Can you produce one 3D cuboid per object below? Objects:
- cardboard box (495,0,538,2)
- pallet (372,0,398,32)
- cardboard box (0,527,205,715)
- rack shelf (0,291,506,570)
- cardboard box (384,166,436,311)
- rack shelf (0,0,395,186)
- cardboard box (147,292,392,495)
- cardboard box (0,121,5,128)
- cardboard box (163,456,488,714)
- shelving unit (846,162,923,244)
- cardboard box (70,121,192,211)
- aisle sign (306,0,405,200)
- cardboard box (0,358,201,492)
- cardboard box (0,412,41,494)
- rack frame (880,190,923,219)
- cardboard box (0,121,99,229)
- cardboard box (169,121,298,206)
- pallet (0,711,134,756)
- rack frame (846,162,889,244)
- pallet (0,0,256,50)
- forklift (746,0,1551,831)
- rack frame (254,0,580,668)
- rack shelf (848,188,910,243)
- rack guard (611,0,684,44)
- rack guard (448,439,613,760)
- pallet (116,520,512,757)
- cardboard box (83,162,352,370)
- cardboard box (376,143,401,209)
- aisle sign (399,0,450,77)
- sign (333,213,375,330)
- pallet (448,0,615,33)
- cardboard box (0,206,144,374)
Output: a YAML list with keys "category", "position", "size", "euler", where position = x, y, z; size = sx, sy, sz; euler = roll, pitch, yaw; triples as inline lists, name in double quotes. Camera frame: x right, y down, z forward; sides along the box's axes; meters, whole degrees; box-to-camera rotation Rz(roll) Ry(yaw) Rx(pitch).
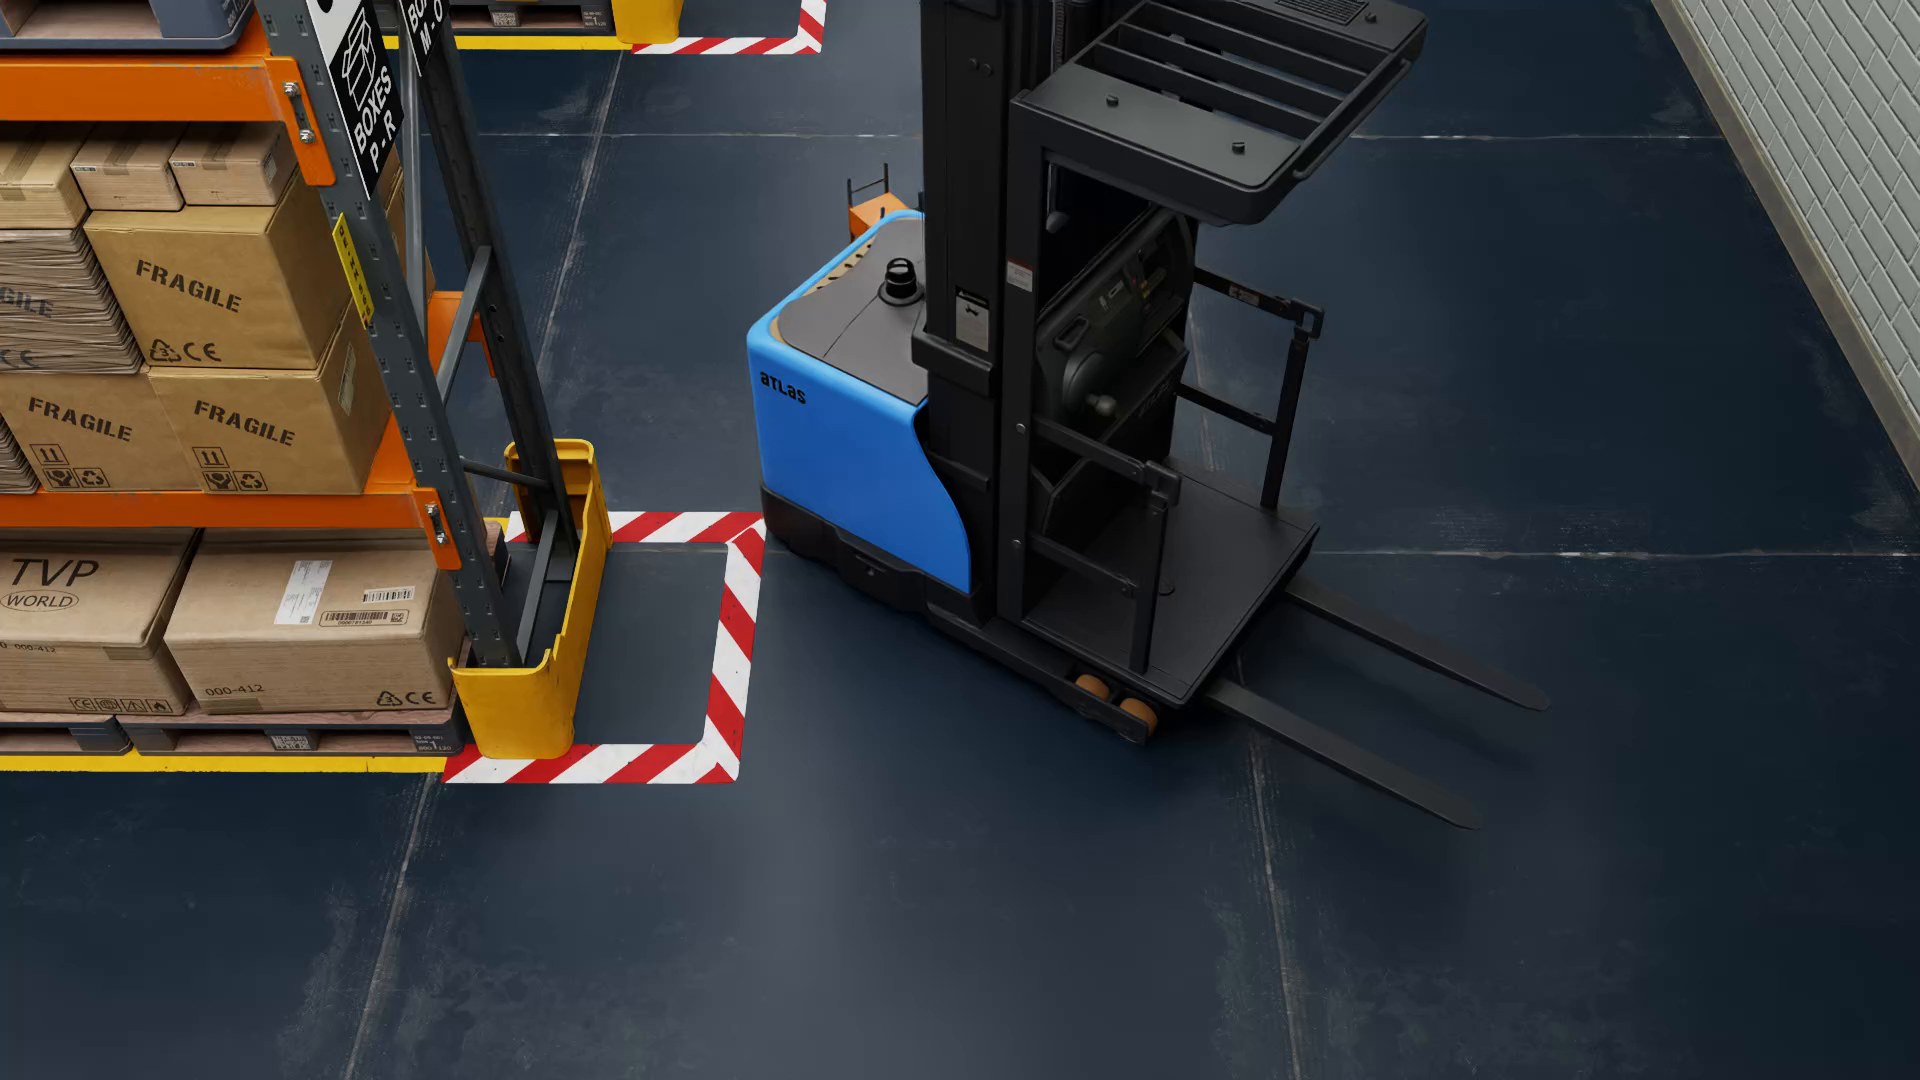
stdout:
- category: "cardboard box"
  position: [-2.492, -3.219, 9.438]
  size: [0.250, 0.149, 0.380]
  euler: [1, 47, 1]
- category: "pallet"
  position: [-3.812, -3.355, 9.810]
  size: [1.213, 0.211, 1.003]
  euler: [0, 47, 0]
- category: "cardboard box"
  position: [-3.200, 0.157, 6.099]
  size: [0.875, 0.438, 0.875]
  euler: [1, 47, 1]
- category: "rack shelf"
  position: [-3.625, -0.408, 5.653]
  size: [4.000, 0.370, 1.077]
  euler: [0, 47, 0]
- category: "cardboard box"
  position: [-2.103, -0.894, 5.545]
  size: [0.500, 0.500, 0.500]
  euler: [0, 47, 0]
- category: "rack shelf"
  position: [-3.625, -1.430, 4.555]
  size: [4.000, 0.370, 1.077]
  euler: [0, 47, 0]
- category: "cardboard box"
  position: [-2.108, -0.490, 5.169]
  size: [0.500, 0.500, 0.500]
  euler: [0, 47, 0]
- category: "cardboard box"
  position: [-2.748, -1.051, 4.566]
  size: [0.250, 0.149, 0.380]
  euler: [1, 47, 1]
- category: "cardboard box"
  position: [-2.285, 0.153, 6.103]
  size: [0.875, 0.438, 0.875]
  euler: [-1, 47, -1]
- category: "shelving unit"
  position: [-0.306, -1.079, 7.117]
  size: [0.215, 1.050, 0.252]
  euler: [-28, 53, -24]
- category: "cardboard box"
  position: [-2.238, -1.081, 4.594]
  size: [0.250, 0.149, 0.380]
  euler: [1, 47, 1]
- category: "aisle sign"
  position: [-1.554, -1.307, 4.222]
  size: [0.004, 0.787, 0.394]
  euler: [0, 47, 0]
- category: "cardboard box"
  position: [-2.610, -0.502, 5.181]
  size: [0.500, 0.500, 0.500]
  euler: [-1, 47, -1]
- category: "cardboard box"
  position: [-3.124, -0.496, 5.175]
  size: [0.500, 0.500, 0.500]
  euler: [1, 47, 1]
- category: "rack frame"
  position: [-0.234, -1.007, 7.050]
  size: [0.200, 1.050, 0.008]
  euler: [-28, 53, -24]
- category: "cardboard box"
  position: [-2.497, -1.020, 4.537]
  size: [0.250, 0.149, 0.380]
  euler: [0, 47, 0]
- category: "cardboard box"
  position: [-1.984, -1.098, 4.609]
  size: [0.250, 0.149, 0.380]
  euler: [1, 47, 1]
- category: "pallet"
  position: [-3.641, 0.352, 6.359]
  size: [1.213, 0.211, 1.003]
  euler: [0, 47, 0]
- category: "rack frame"
  position: [-0.378, -1.151, 7.185]
  size: [0.200, 1.050, 0.008]
  euler: [-28, 53, -24]
- category: "pallet"
  position: [-2.366, -1.634, 4.314]
  size: [1.213, 0.211, 1.003]
  euler: [0, 47, 0]
- category: "forklift"
  position: [0.698, -0.700, 5.480]
  size: [3.031, 2.935, 1.130]
  euler: [27, 53, 23]
- category: "rack frame"
  position: [-1.625, -0.648, 5.385]
  size: [0.127, 3.000, 1.000]
  euler: [0, 47, 0]
- category: "rack shelf"
  position: [-0.307, -1.265, 6.918]
  size: [0.215, 0.259, 0.240]
  euler: [-28, 53, -24]
- category: "rack guard"
  position: [-1.783, -3.420, 9.673]
  size: [0.348, 0.500, 1.175]
  euler: [0, 47, 0]
- category: "rack guard"
  position: [-1.601, 0.204, 6.300]
  size: [0.348, 0.500, 1.175]
  euler: [0, 47, 0]
- category: "pallet"
  position: [-2.424, 0.357, 6.354]
  size: [1.213, 0.211, 1.003]
  euler: [0, 47, 0]
- category: "cardboard box"
  position: [-2.107, -0.850, 4.821]
  size: [0.500, 0.500, 0.500]
  euler: [2, 47, 1]
- category: "cardboard box"
  position: [-2.103, -1.233, 5.178]
  size: [0.500, 0.500, 0.500]
  euler: [-1, 47, -1]
- category: "aisle sign"
  position: [-1.551, -1.746, 4.631]
  size: [0.004, 0.787, 0.394]
  euler: [0, 47, 0]
- category: "sign"
  position: [-1.640, -0.726, 4.505]
  size: [0.005, 0.325, 0.100]
  euler: [0, 47, 0]
- category: "pallet"
  position: [-2.595, -3.350, 9.805]
  size: [1.213, 0.211, 1.003]
  euler: [0, 47, 0]
- category: "cardboard box"
  position: [-2.630, -0.830, 4.803]
  size: [0.500, 0.500, 0.500]
  euler: [0, 47, 0]
